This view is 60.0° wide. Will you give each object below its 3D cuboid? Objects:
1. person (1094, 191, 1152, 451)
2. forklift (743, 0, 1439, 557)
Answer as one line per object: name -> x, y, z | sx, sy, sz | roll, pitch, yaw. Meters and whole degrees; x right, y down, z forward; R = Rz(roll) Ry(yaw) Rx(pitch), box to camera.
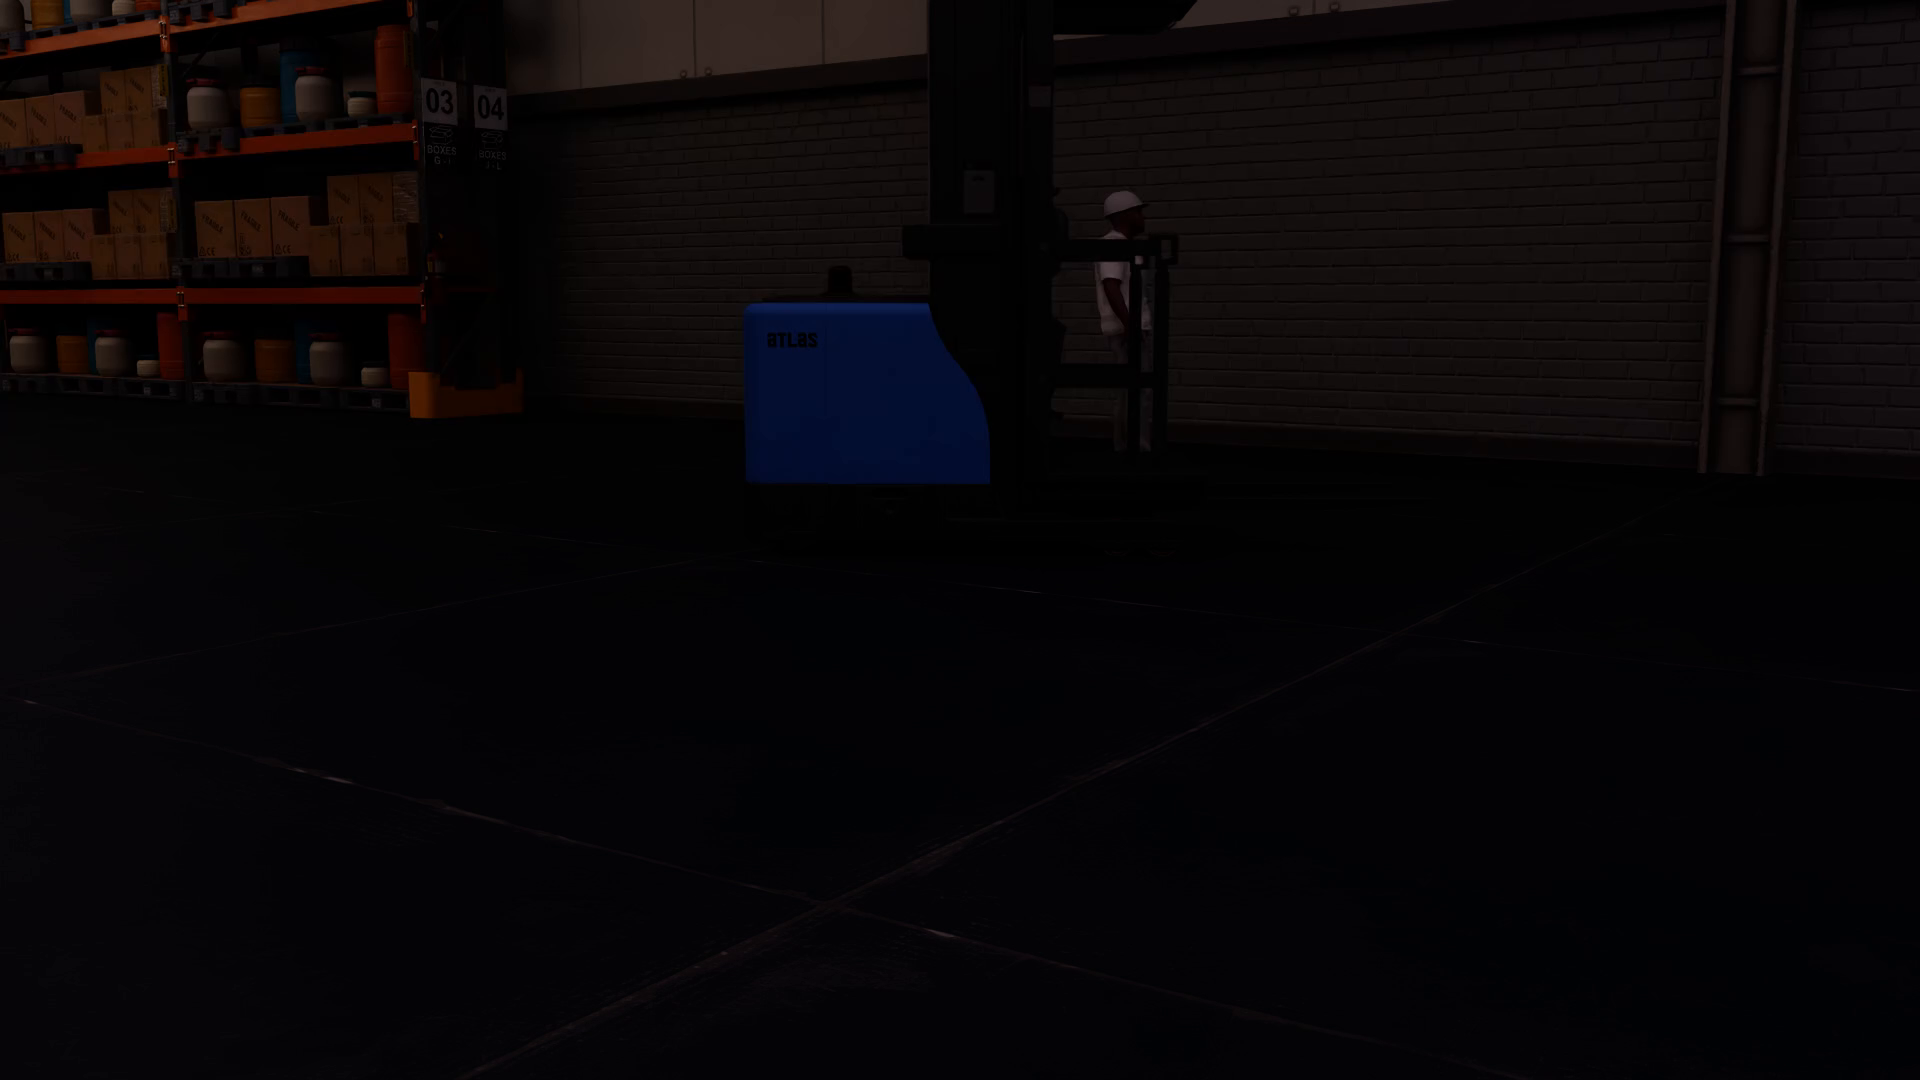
person -> 1.136, -1.309, 10.487 | 0.579, 1.765, 0.666 | 1, 8, 10
forklift -> 0.579, -1.453, 7.412 | 3.031, 2.935, 1.130 | 0, 8, 0
